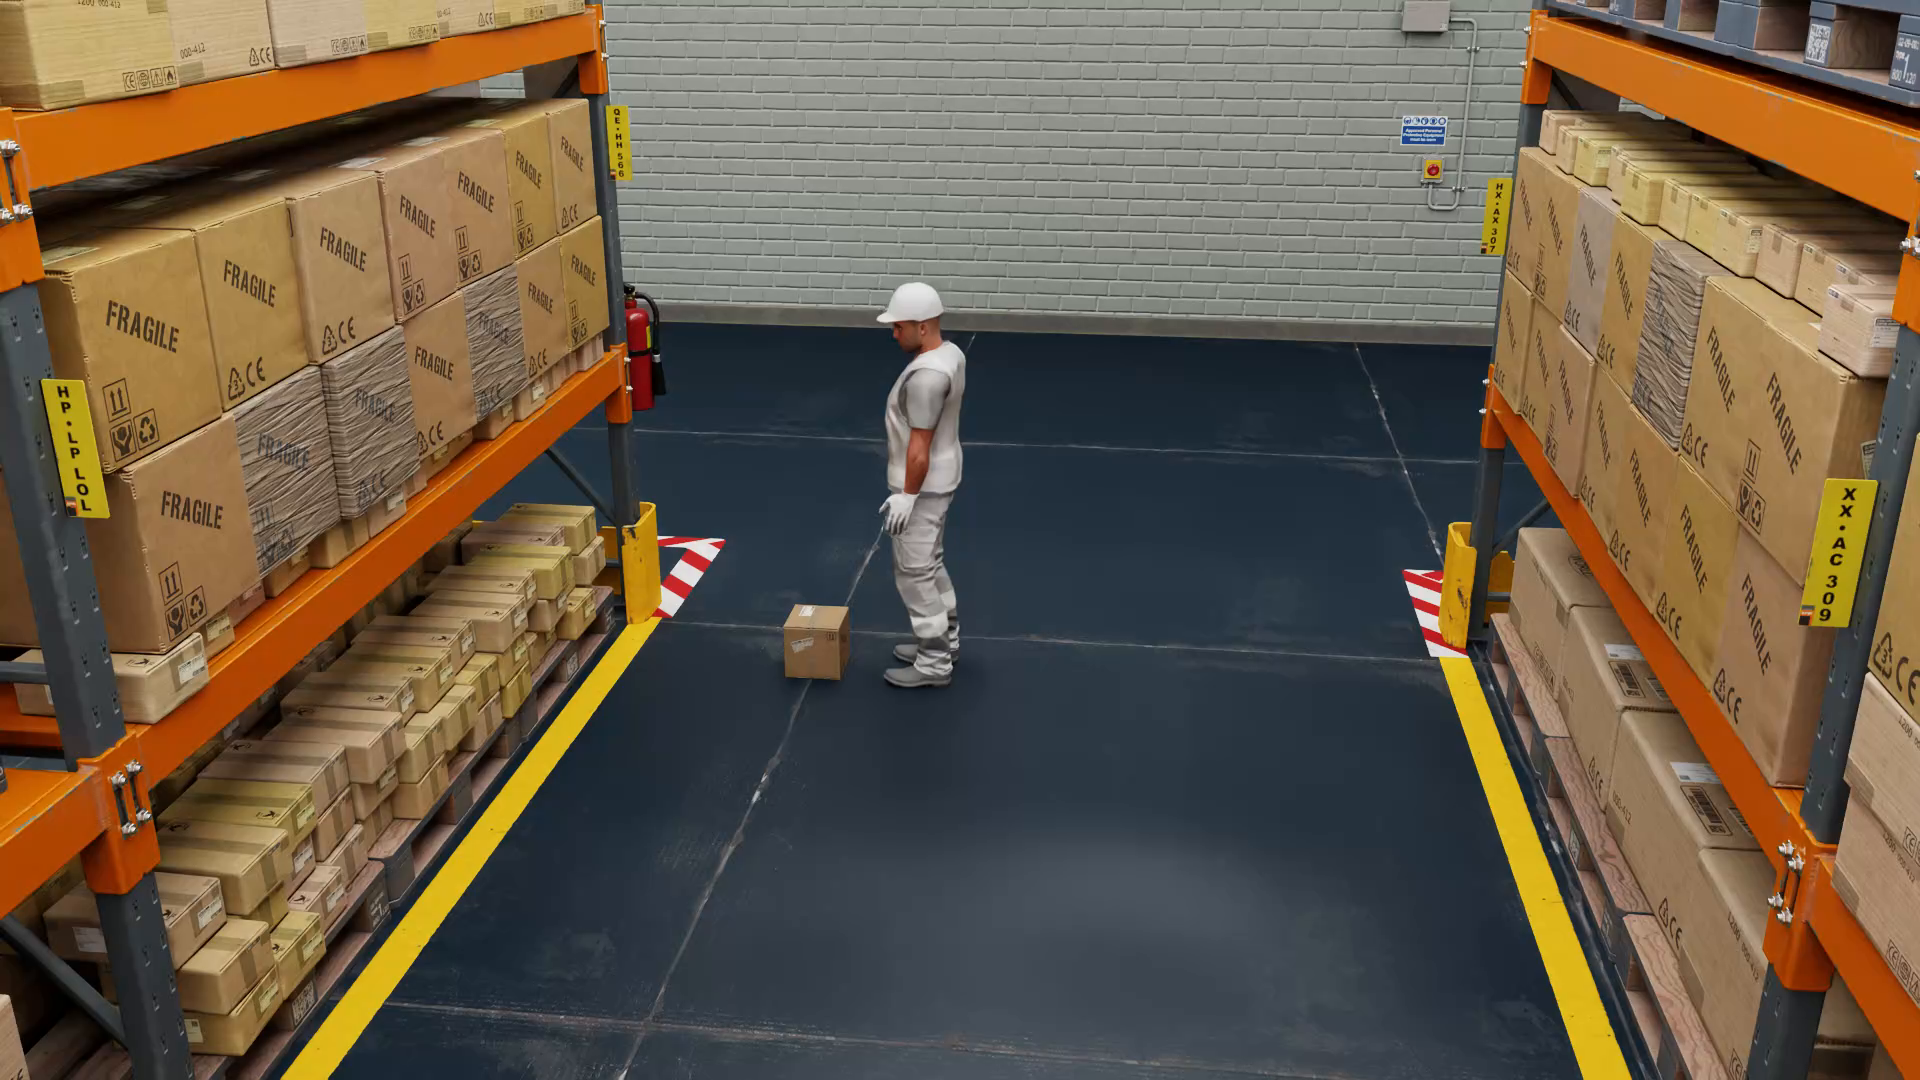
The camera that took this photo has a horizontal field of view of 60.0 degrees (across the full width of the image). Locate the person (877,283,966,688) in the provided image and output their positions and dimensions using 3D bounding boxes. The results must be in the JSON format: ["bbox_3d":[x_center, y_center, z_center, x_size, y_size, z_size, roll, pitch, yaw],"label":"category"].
[{"bbox_3d":[-0.164,-0.226,7.153,0.358,1.776,0.528,3,21,7],"label":"person"}]
